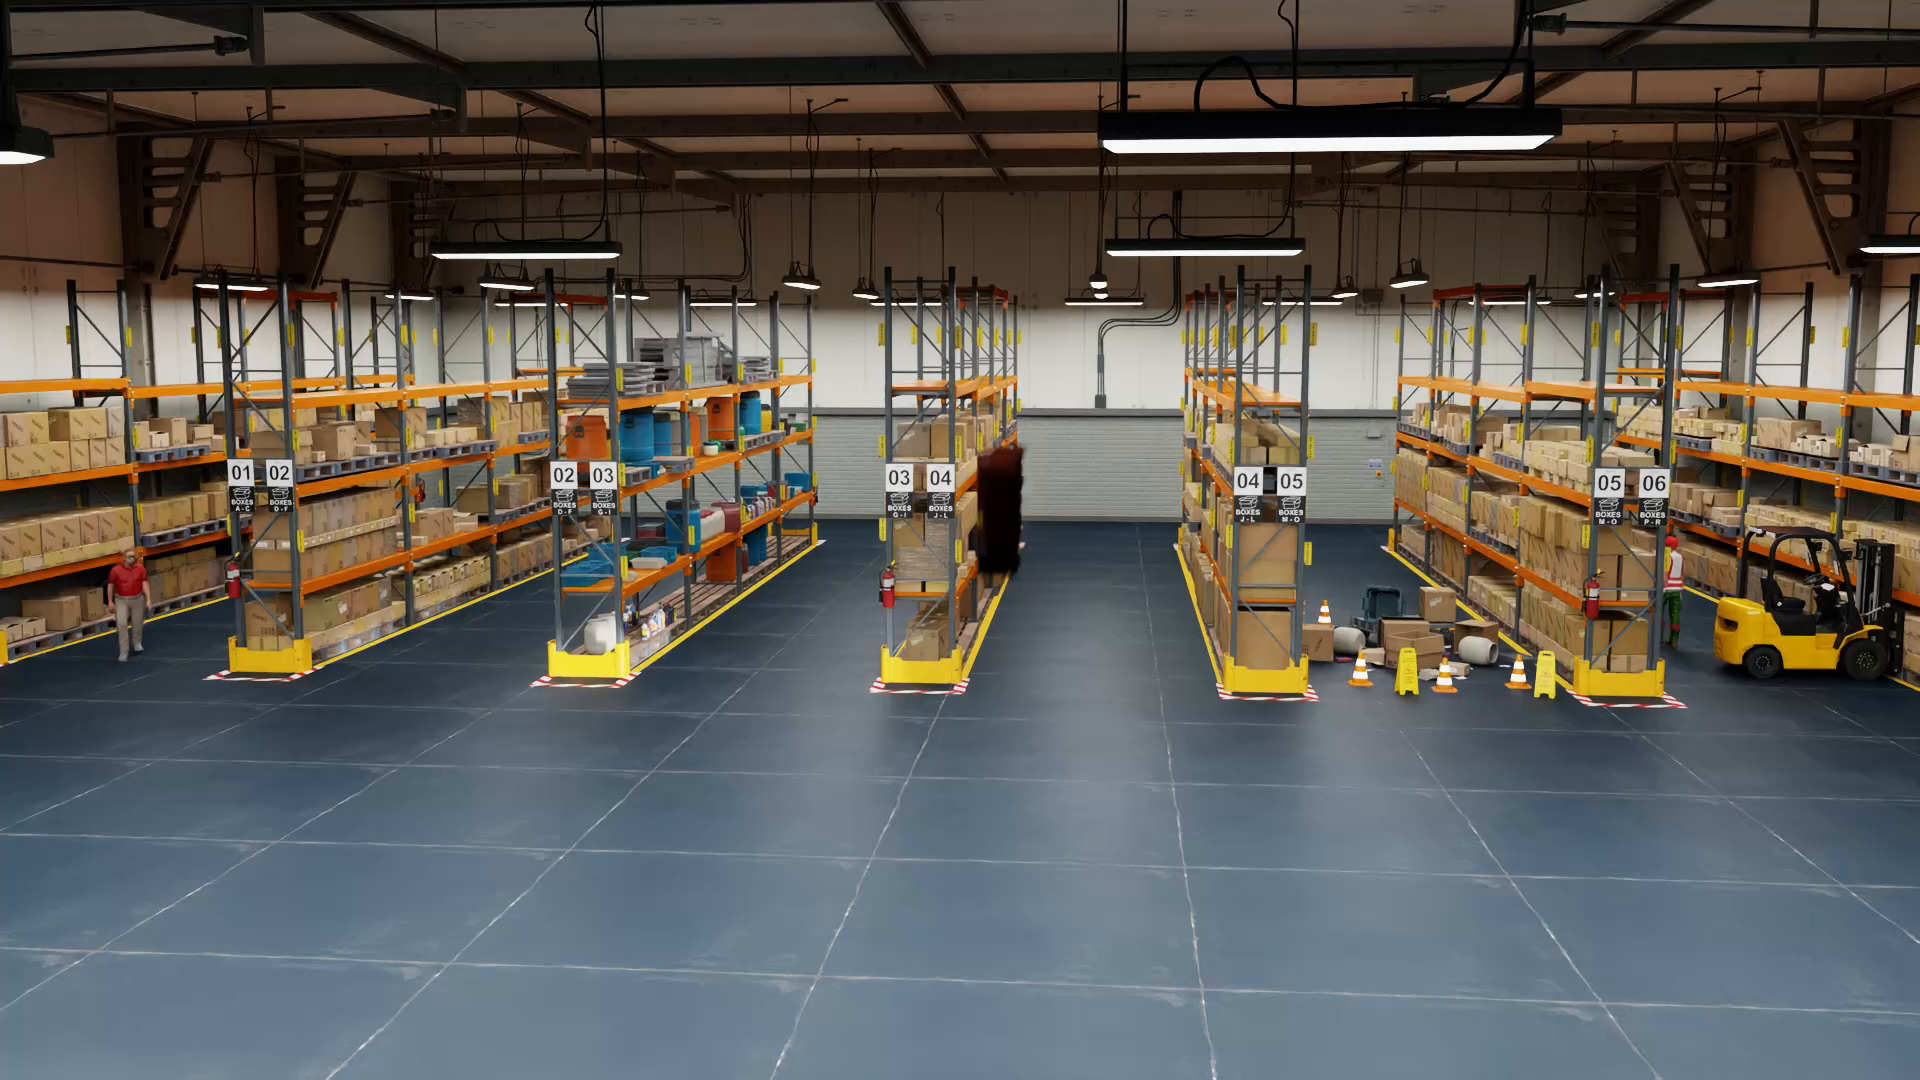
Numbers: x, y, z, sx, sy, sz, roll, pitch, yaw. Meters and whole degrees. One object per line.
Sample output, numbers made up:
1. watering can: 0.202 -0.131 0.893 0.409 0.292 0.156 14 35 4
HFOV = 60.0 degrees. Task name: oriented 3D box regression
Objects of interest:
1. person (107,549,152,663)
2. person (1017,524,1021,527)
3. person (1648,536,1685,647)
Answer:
1. person: -13.060 0.995 26.152 0.615 1.727 0.935 -4 8 -27
2. person: 1.052 -0.872 41.196 0.984 1.743 0.565 -2 7 -14
3. person: 11.562 0.863 27.009 0.502 1.822 0.548 0 7 0
